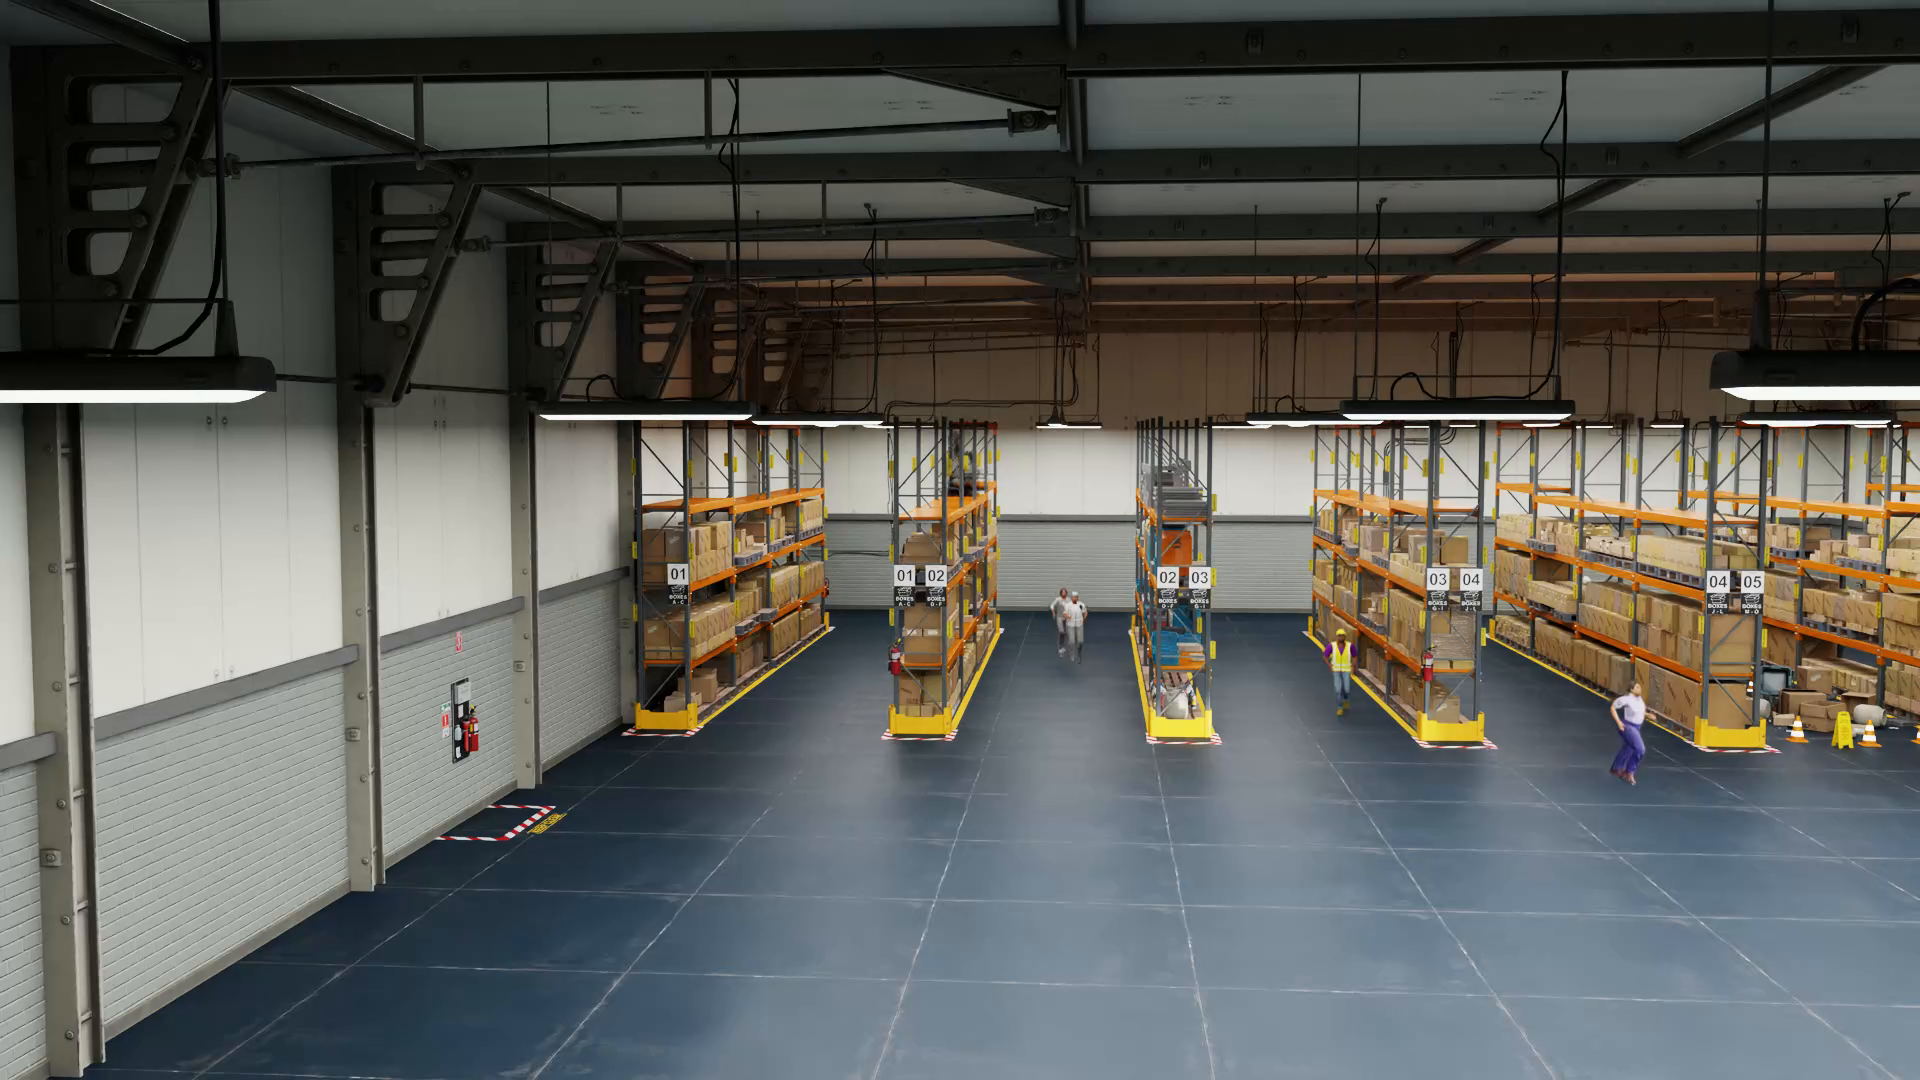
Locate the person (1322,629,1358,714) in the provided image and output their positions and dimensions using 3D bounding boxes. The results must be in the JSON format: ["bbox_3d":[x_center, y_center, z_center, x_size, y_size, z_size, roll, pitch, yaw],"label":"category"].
[{"bbox_3d":[7.705,2.660,33.715,0.705,1.730,0.575,1,4,10],"label":"person"}]

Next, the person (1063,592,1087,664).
[{"bbox_3d":[2.729,2.078,39.211,0.591,1.711,0.576,0,4,-2],"label":"person"}]

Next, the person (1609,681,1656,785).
[{"bbox_3d":[10.980,3.138,27.197,0.597,1.688,0.726,-4,5,-44],"label":"person"}]

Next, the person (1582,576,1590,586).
[{"bbox_3d":[16.970,1.892,45.174,0.625,1.834,0.766,-1,4,-12],"label":"person"}]

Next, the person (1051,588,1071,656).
[{"bbox_3d":[2.515,1.995,40.587,0.503,1.661,0.665,-1,4,-12],"label":"person"}]
